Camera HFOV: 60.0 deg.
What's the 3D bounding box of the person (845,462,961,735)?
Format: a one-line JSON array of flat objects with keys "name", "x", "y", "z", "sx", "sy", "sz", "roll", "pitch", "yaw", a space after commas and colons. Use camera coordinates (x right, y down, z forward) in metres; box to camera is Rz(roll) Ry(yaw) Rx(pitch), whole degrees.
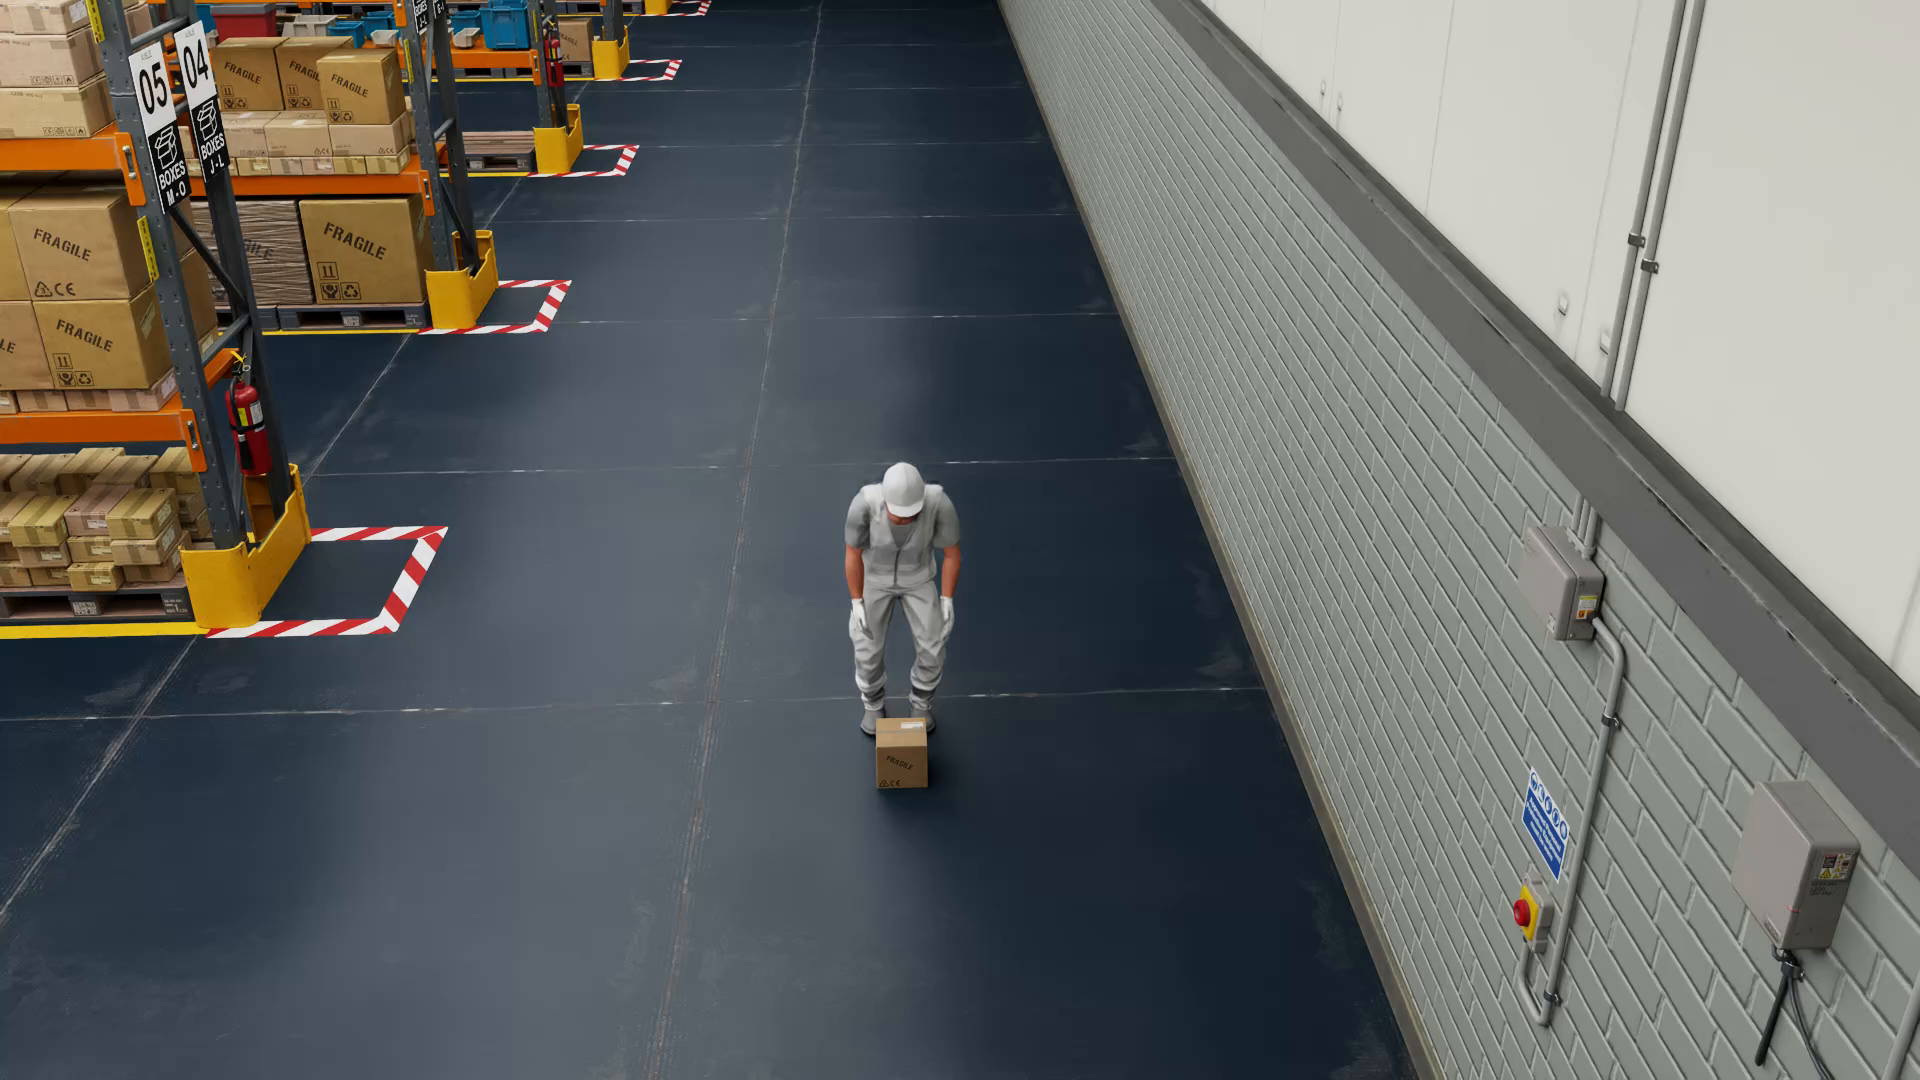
[{"name": "person", "x": -0.280, "y": 0.264, "z": 8.310, "sx": 0.575, "sy": 1.580, "sz": 0.647, "roll": -1, "pitch": 27, "yaw": -2}]
